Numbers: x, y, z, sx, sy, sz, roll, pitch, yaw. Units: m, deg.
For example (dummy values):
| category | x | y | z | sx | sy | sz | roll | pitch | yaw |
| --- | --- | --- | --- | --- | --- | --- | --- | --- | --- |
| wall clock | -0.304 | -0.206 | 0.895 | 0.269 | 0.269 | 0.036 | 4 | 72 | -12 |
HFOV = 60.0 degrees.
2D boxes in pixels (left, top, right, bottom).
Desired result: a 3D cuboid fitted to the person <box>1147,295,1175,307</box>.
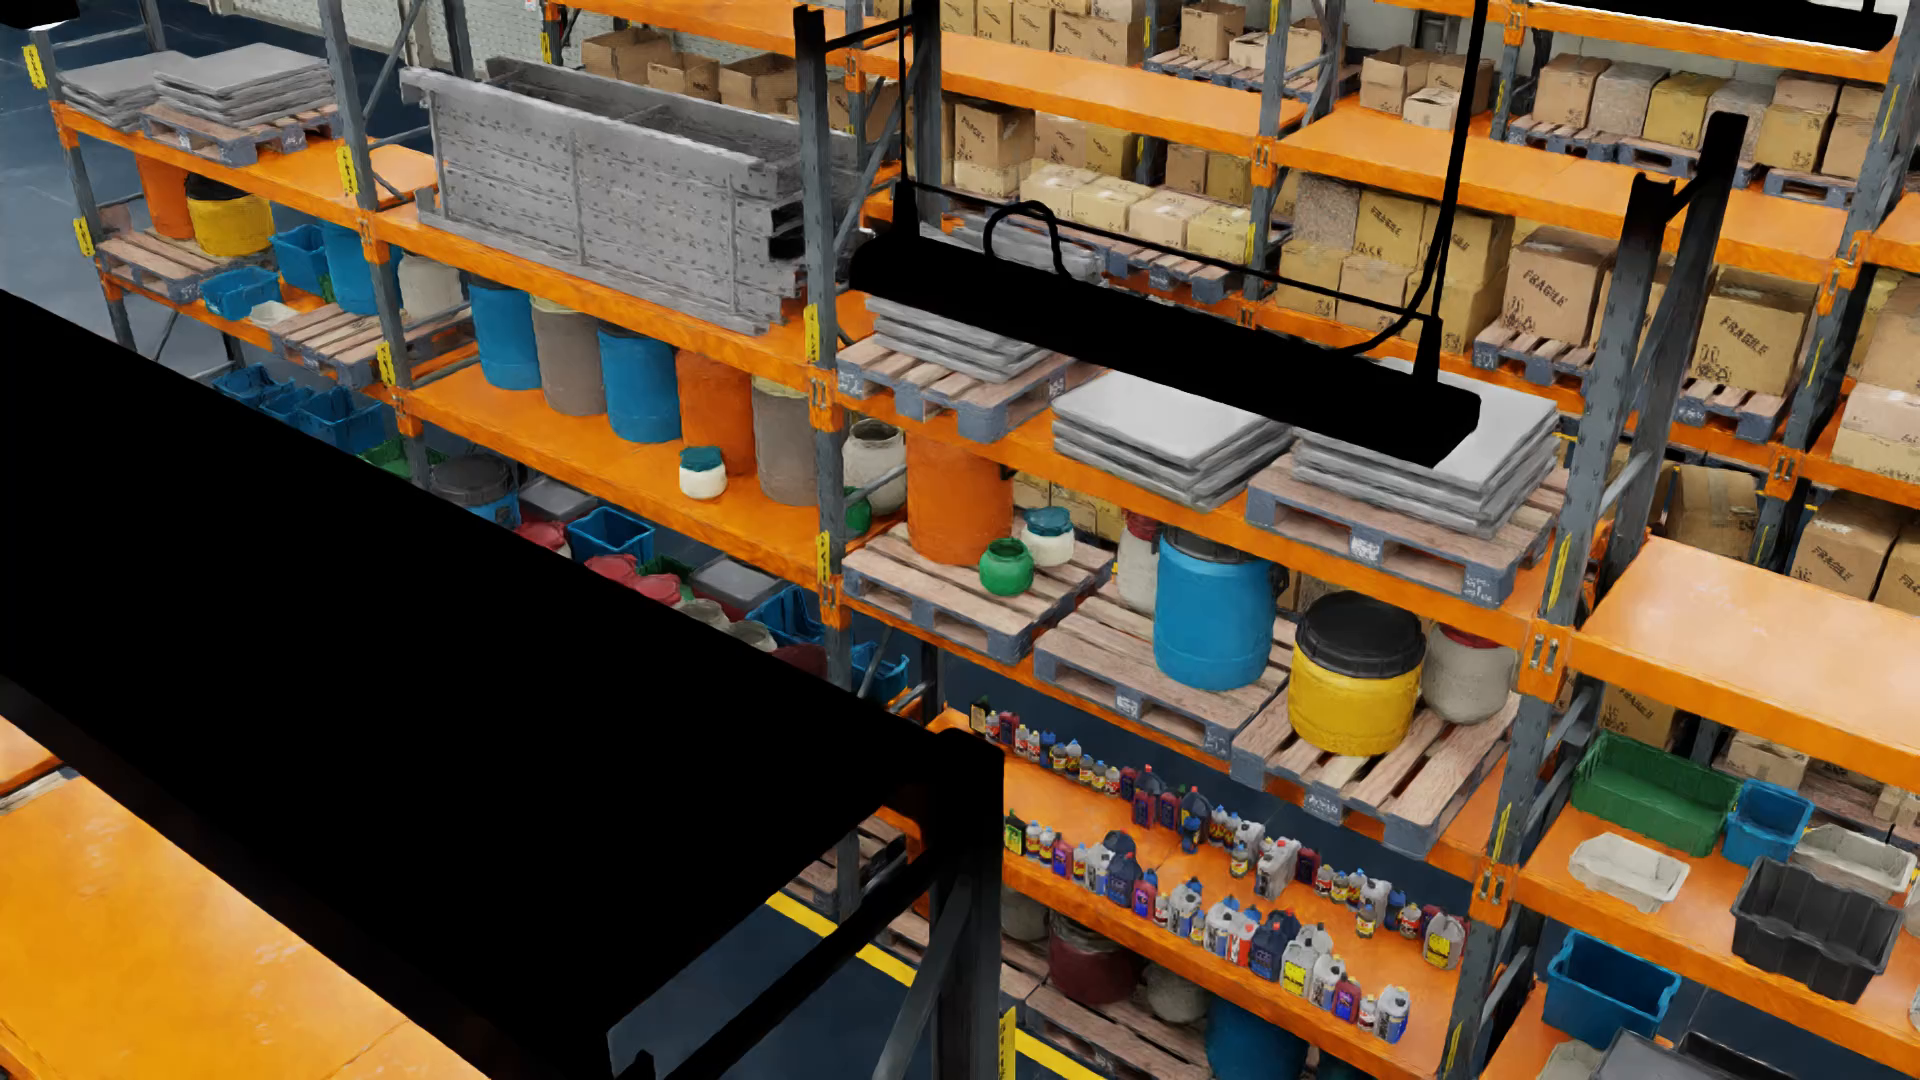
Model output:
| category | x | y | z | sx | sy | sz | roll | pitch | yaw |
| --- | --- | --- | --- | --- | --- | --- | --- | --- | --- |
| person | 2.062 | -2.138 | 17.224 | 1.110 | 1.588 | 0.446 | 23 | 38 | 33 |
